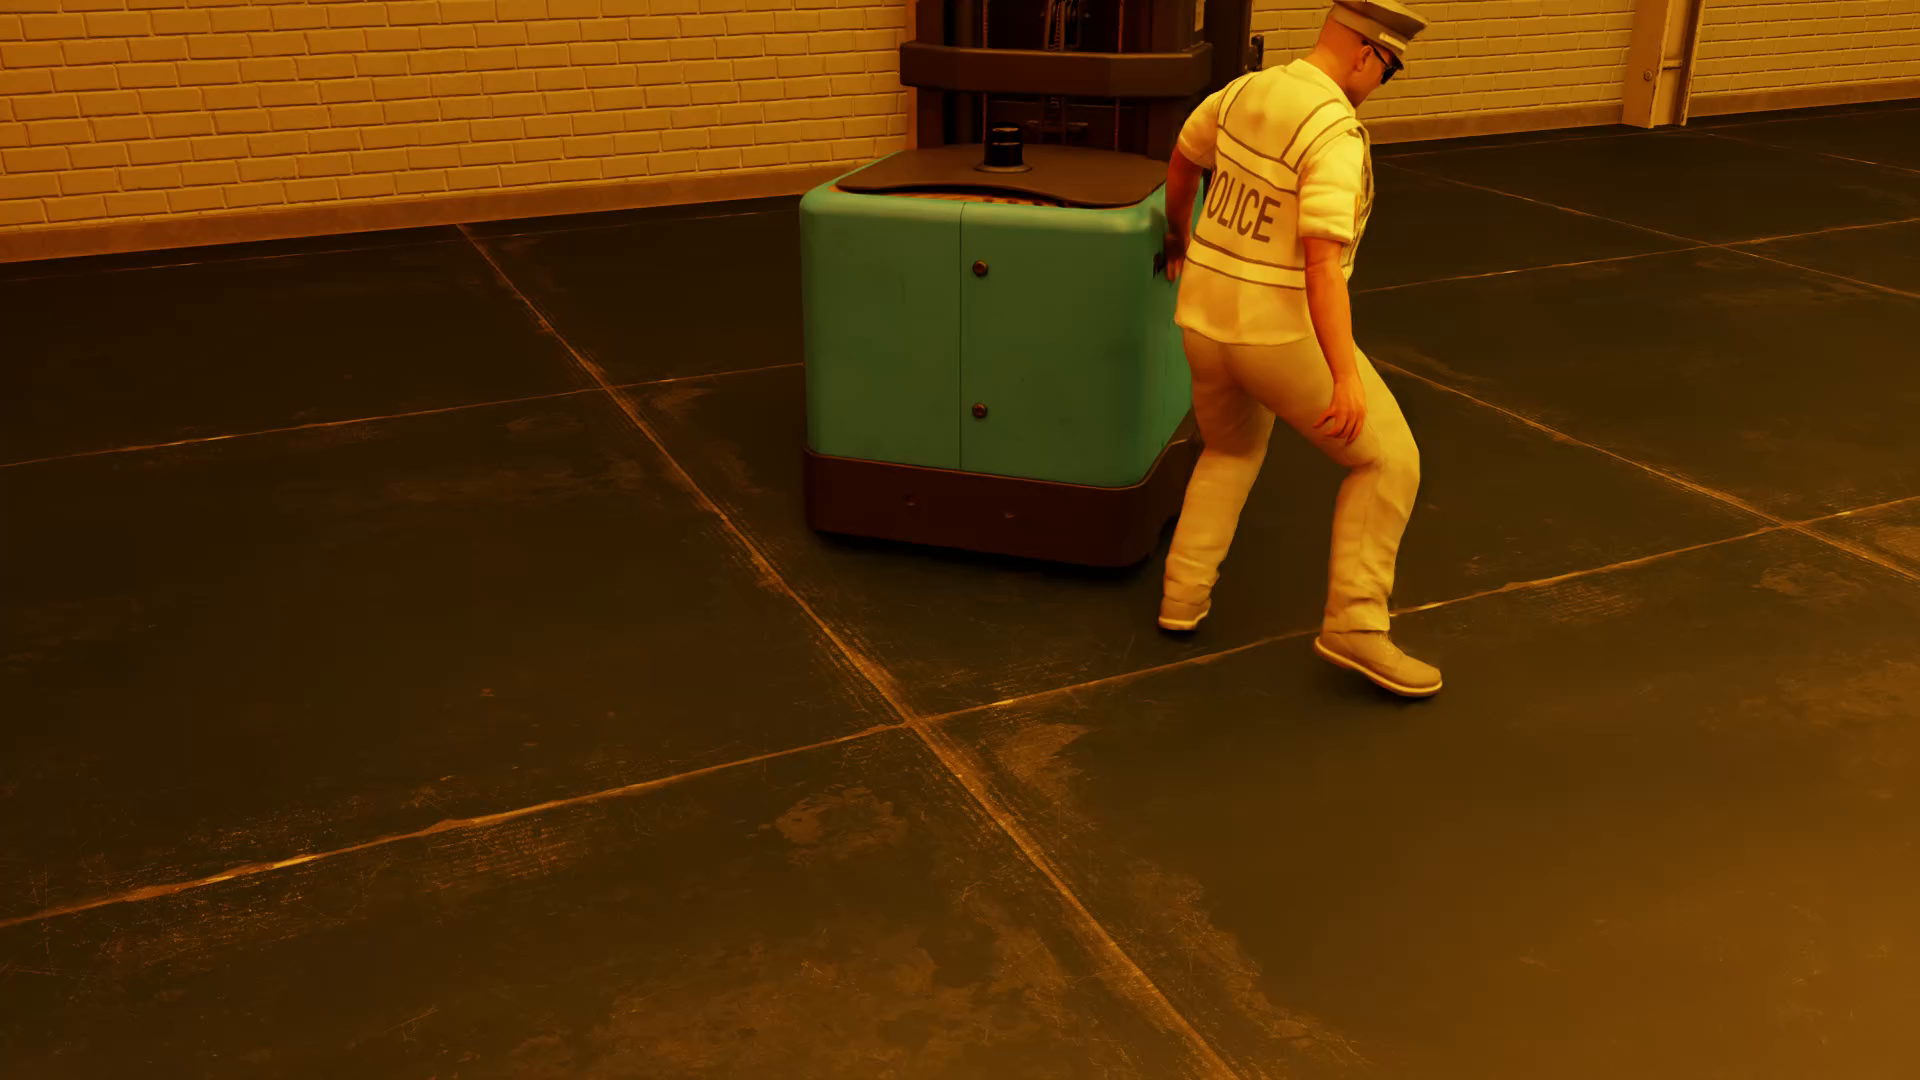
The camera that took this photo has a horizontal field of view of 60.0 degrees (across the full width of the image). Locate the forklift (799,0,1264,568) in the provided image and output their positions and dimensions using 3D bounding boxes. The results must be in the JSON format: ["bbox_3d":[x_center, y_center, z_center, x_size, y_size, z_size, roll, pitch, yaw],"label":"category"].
[{"bbox_3d":[0.481,-1.811,5.645,1.130,2.935,3.031,7,24,17],"label":"forklift"}]

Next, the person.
[{"bbox_3d":[0.812,-0.522,4.223,0.529,1.692,1.123,-12,25,-26],"label":"person"}]
